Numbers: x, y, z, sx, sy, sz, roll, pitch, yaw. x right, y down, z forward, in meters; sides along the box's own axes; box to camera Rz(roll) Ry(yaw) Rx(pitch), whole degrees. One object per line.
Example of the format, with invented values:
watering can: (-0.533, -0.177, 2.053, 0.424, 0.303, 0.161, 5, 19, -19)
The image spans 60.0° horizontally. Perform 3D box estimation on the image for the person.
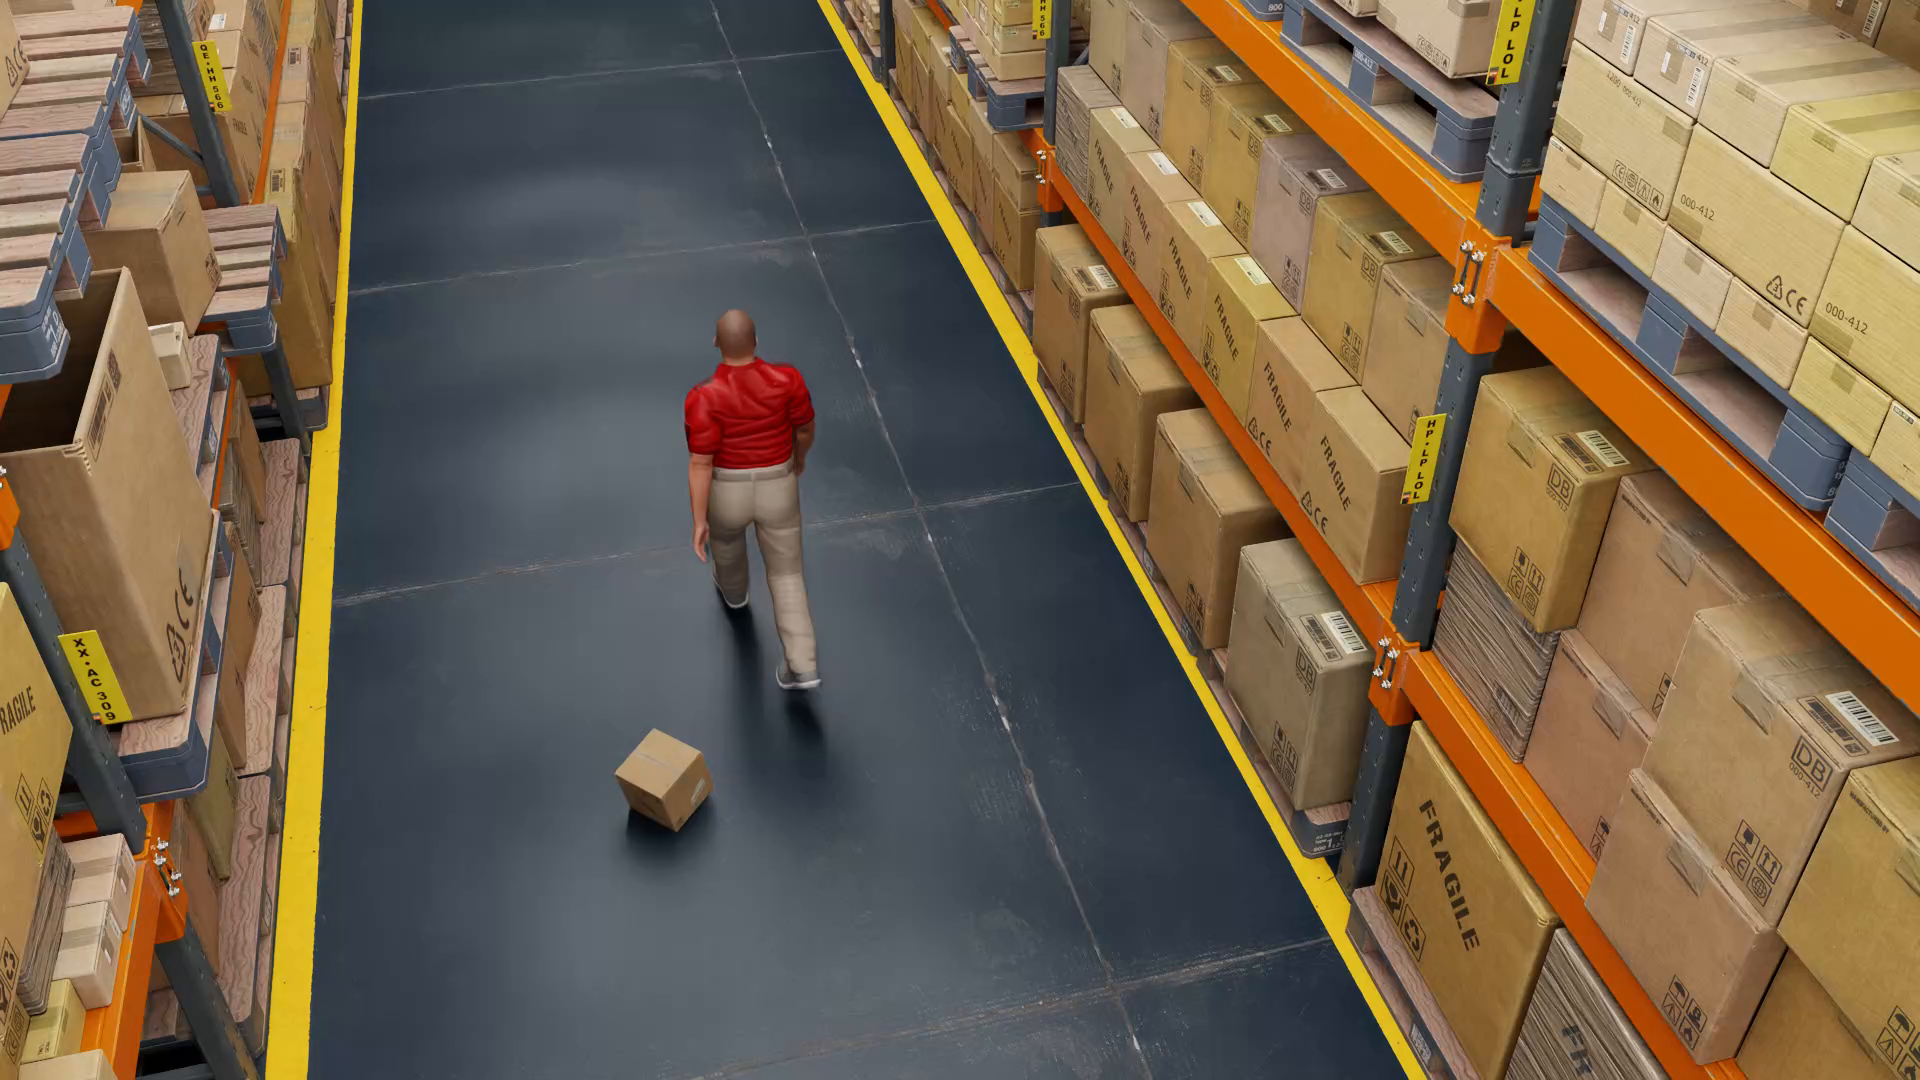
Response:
person: (-0.868, -0.207, 7.018, 0.578, 1.662, 1.115, -9, 39, -11)
